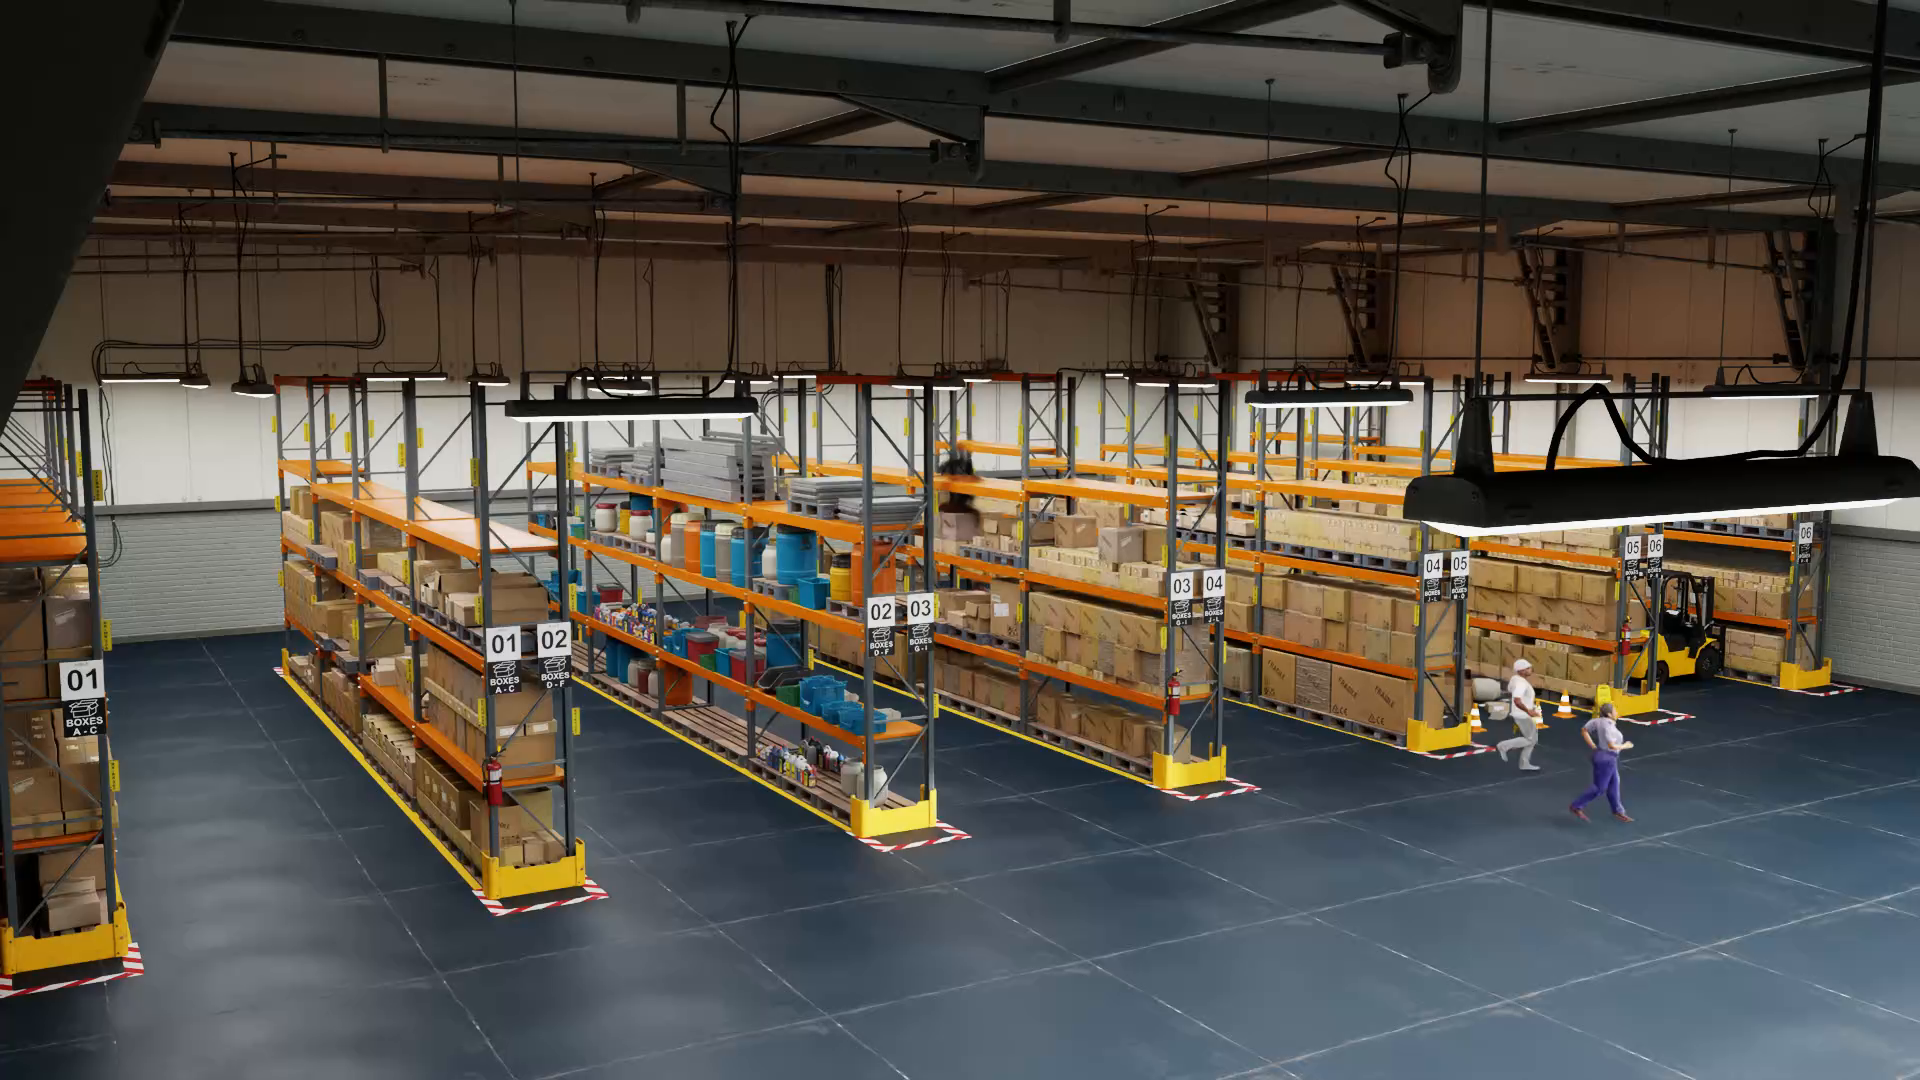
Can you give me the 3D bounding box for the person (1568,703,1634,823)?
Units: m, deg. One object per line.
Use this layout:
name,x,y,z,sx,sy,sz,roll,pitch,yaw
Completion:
person,8.740,3.046,22.583,0.905,1.647,0.606,1,6,7

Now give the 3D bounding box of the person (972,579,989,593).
person,0.447,0.919,41.948,0.855,1.647,0.642,2,7,18

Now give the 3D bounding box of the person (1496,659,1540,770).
person,8.598,2.684,25.563,0.672,1.726,0.703,1,6,11
